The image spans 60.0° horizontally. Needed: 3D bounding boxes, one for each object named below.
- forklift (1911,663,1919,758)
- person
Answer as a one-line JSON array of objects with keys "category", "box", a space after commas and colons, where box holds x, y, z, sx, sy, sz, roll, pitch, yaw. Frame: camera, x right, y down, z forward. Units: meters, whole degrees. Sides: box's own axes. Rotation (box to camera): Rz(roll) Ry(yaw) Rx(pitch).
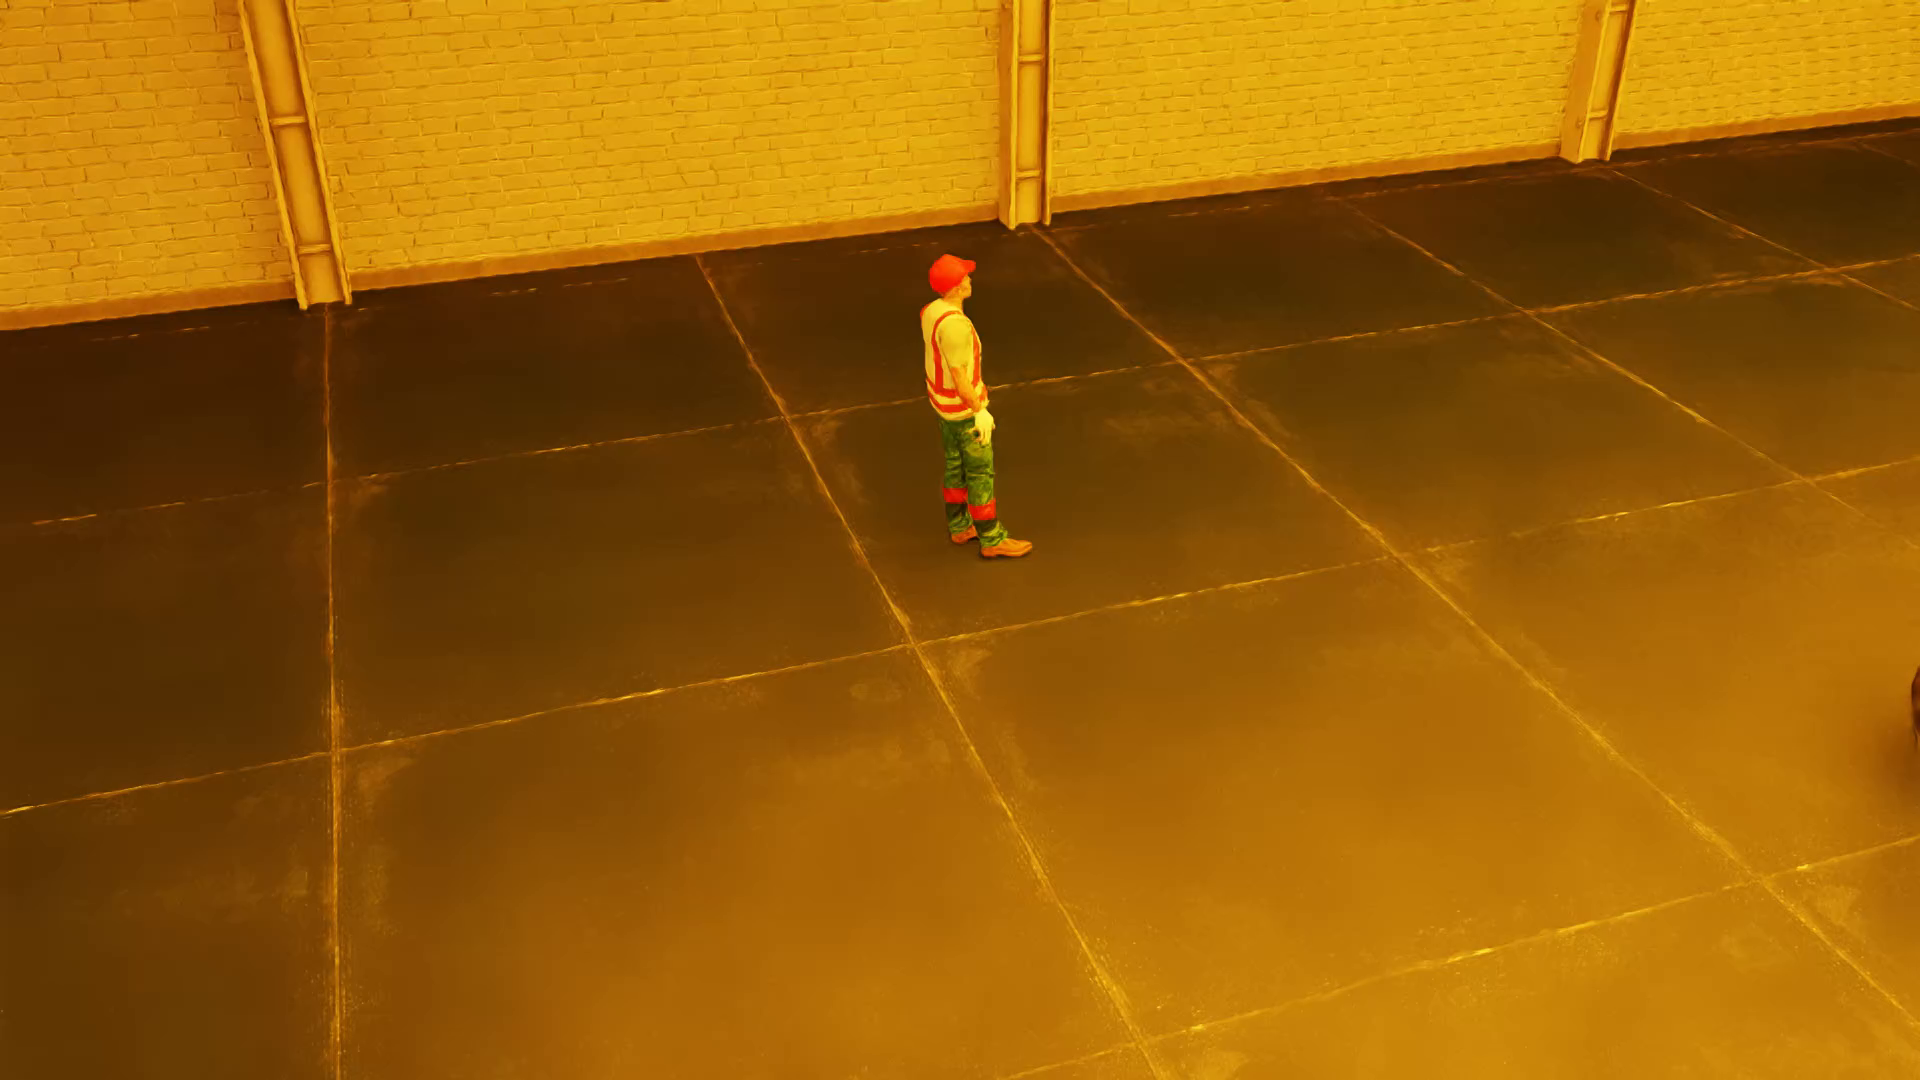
[{"category": "forklift", "box": [6.121, 0.045, 7.008, 3.031, 2.935, 1.130, 12, 32, 20]}, {"category": "person", "box": [0.080, -0.789, 9.589, 0.563, 1.787, 0.637, -10, 31, -16]}]
